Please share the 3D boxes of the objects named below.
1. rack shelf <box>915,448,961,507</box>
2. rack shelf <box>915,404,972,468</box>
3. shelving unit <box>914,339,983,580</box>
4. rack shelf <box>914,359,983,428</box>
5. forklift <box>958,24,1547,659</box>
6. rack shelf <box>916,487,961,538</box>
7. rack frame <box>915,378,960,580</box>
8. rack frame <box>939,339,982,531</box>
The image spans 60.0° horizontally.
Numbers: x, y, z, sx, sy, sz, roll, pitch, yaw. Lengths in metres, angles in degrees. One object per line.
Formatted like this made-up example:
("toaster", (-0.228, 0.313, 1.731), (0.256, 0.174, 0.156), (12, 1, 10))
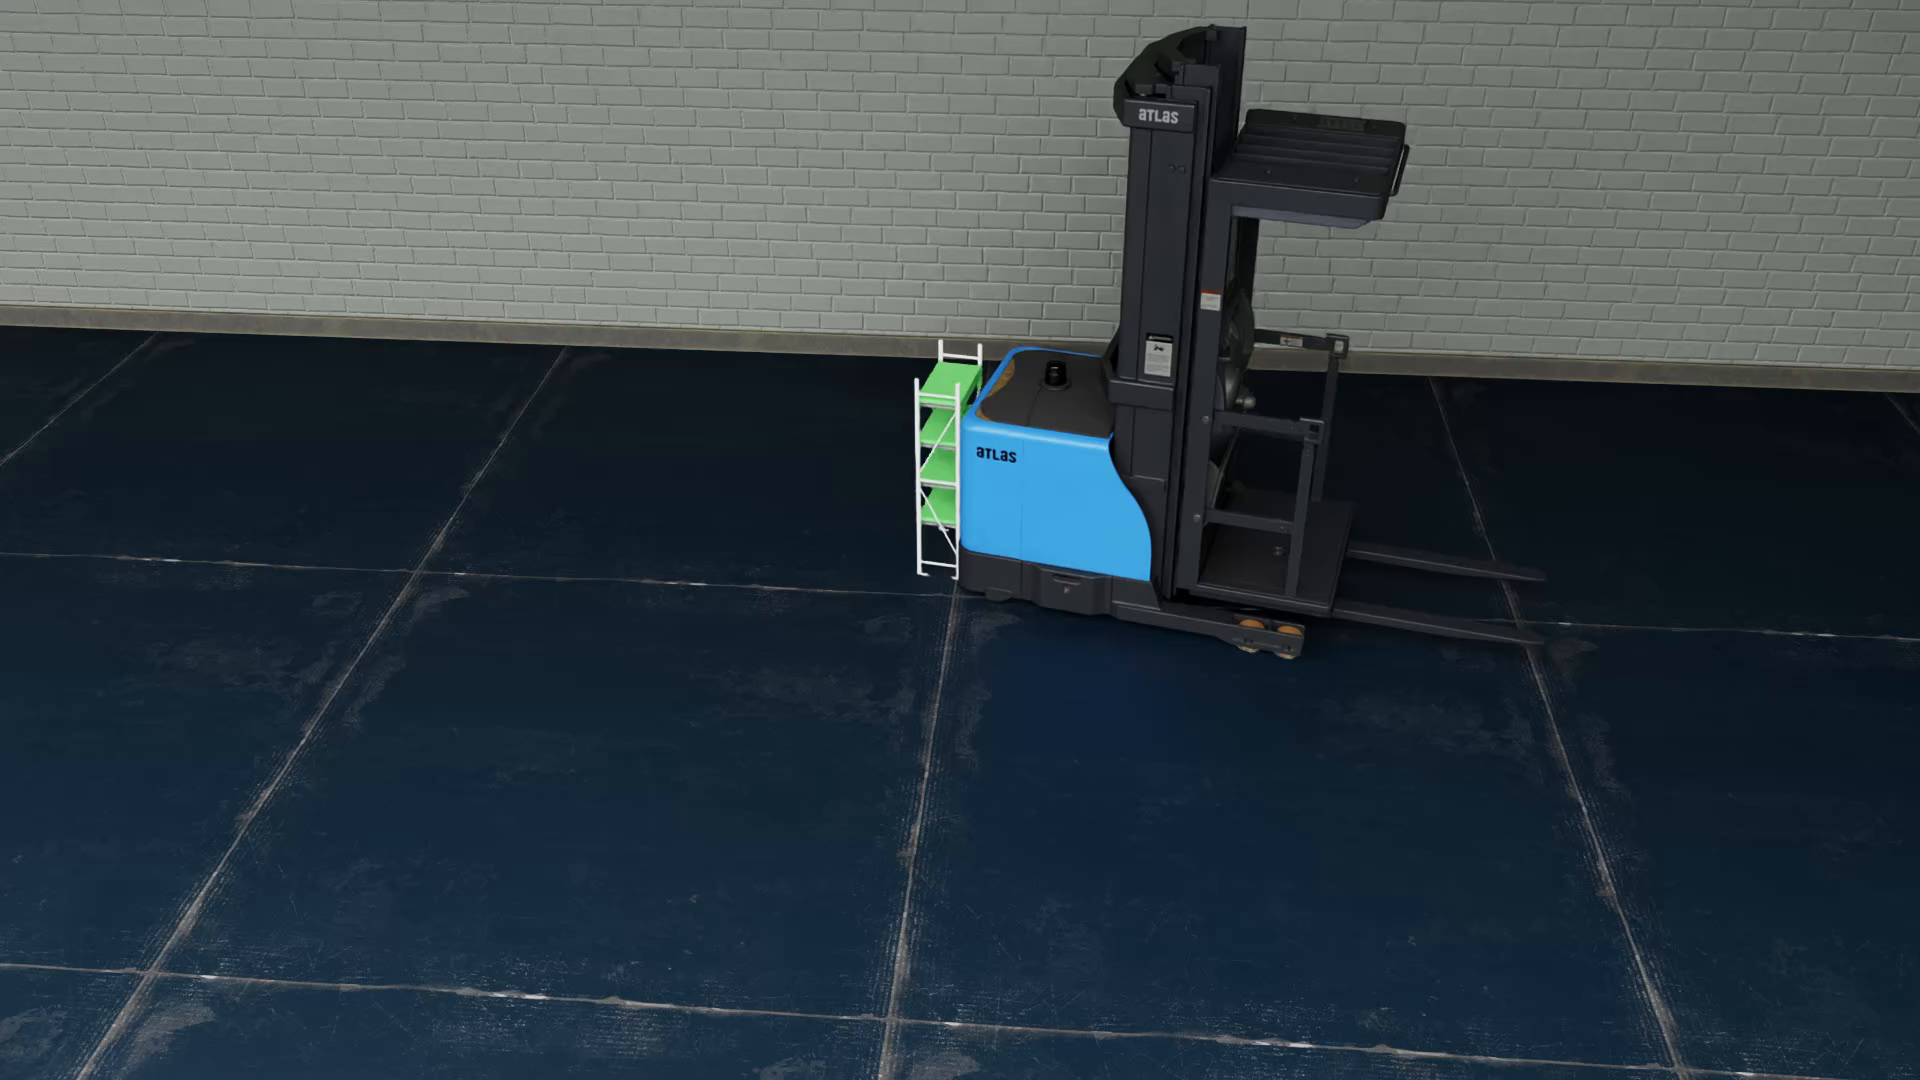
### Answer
("rack shelf", (-0.057, -0.378, 9.122), (0.258, 0.148, 0.480), (8, 32, 12))
("rack shelf", (-0.057, -0.583, 8.996), (0.258, 0.148, 0.480), (8, 32, 12))
("shelving unit", (-0.057, -0.433, 9.089), (0.258, 1.200, 0.503), (8, 32, 12))
("rack shelf", (-0.057, -0.787, 8.870), (0.258, 0.148, 0.480), (8, 32, 12))
("forklift", (1.566, -0.952, 8.281), (3.031, 2.935, 1.130), (9, 33, 15))
("rack shelf", (-0.057, -0.174, 9.248), (0.258, 0.148, 0.480), (8, 32, 12))
("rack frame", (-0.117, -0.308, 8.887), (0.240, 1.200, 0.015), (8, 32, 12))
("rack frame", (0.002, -0.557, 9.290), (0.240, 1.200, 0.015), (8, 32, 12))
